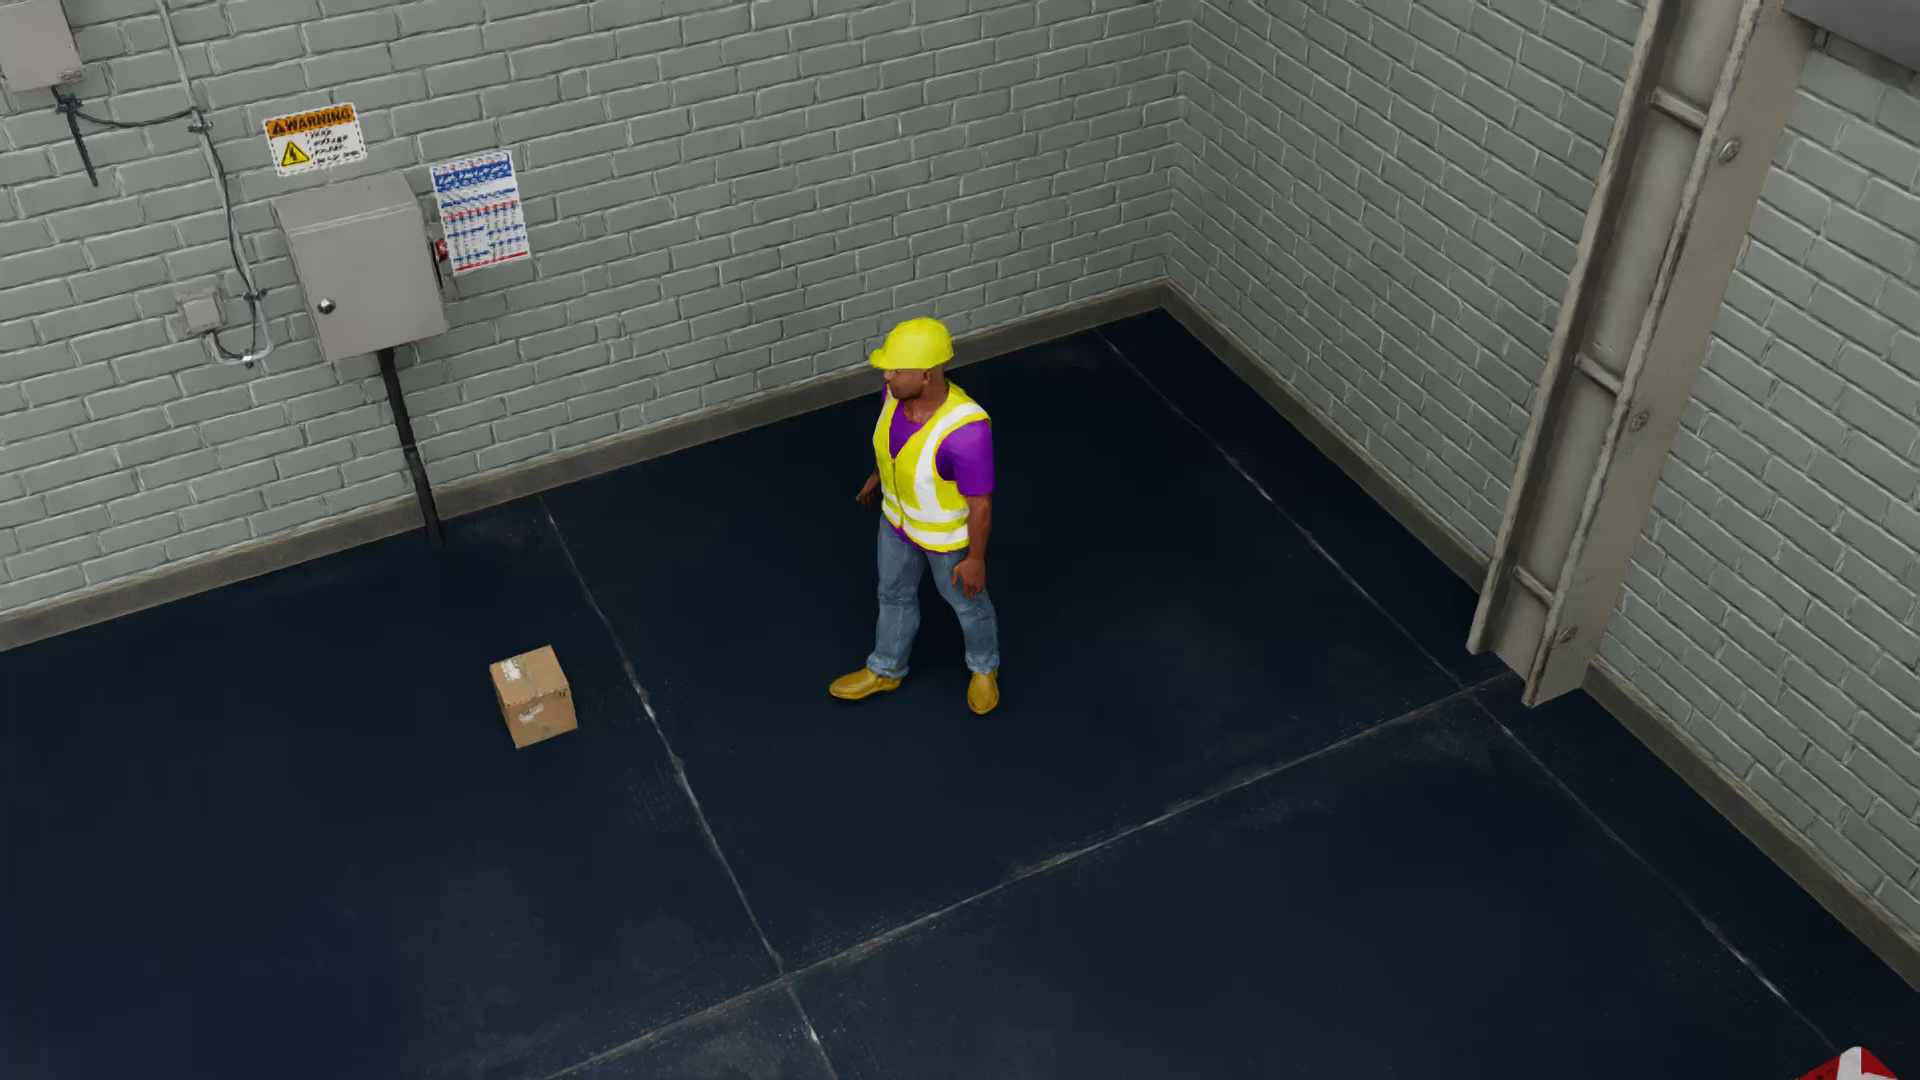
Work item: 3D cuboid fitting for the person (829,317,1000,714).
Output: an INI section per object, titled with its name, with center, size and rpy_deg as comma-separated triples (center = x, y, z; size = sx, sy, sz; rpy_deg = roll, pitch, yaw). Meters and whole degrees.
[person]
center = -0.175, -0.066, 6.202
size = 0.628, 1.766, 0.708
rpy_deg = -30, 49, -30
